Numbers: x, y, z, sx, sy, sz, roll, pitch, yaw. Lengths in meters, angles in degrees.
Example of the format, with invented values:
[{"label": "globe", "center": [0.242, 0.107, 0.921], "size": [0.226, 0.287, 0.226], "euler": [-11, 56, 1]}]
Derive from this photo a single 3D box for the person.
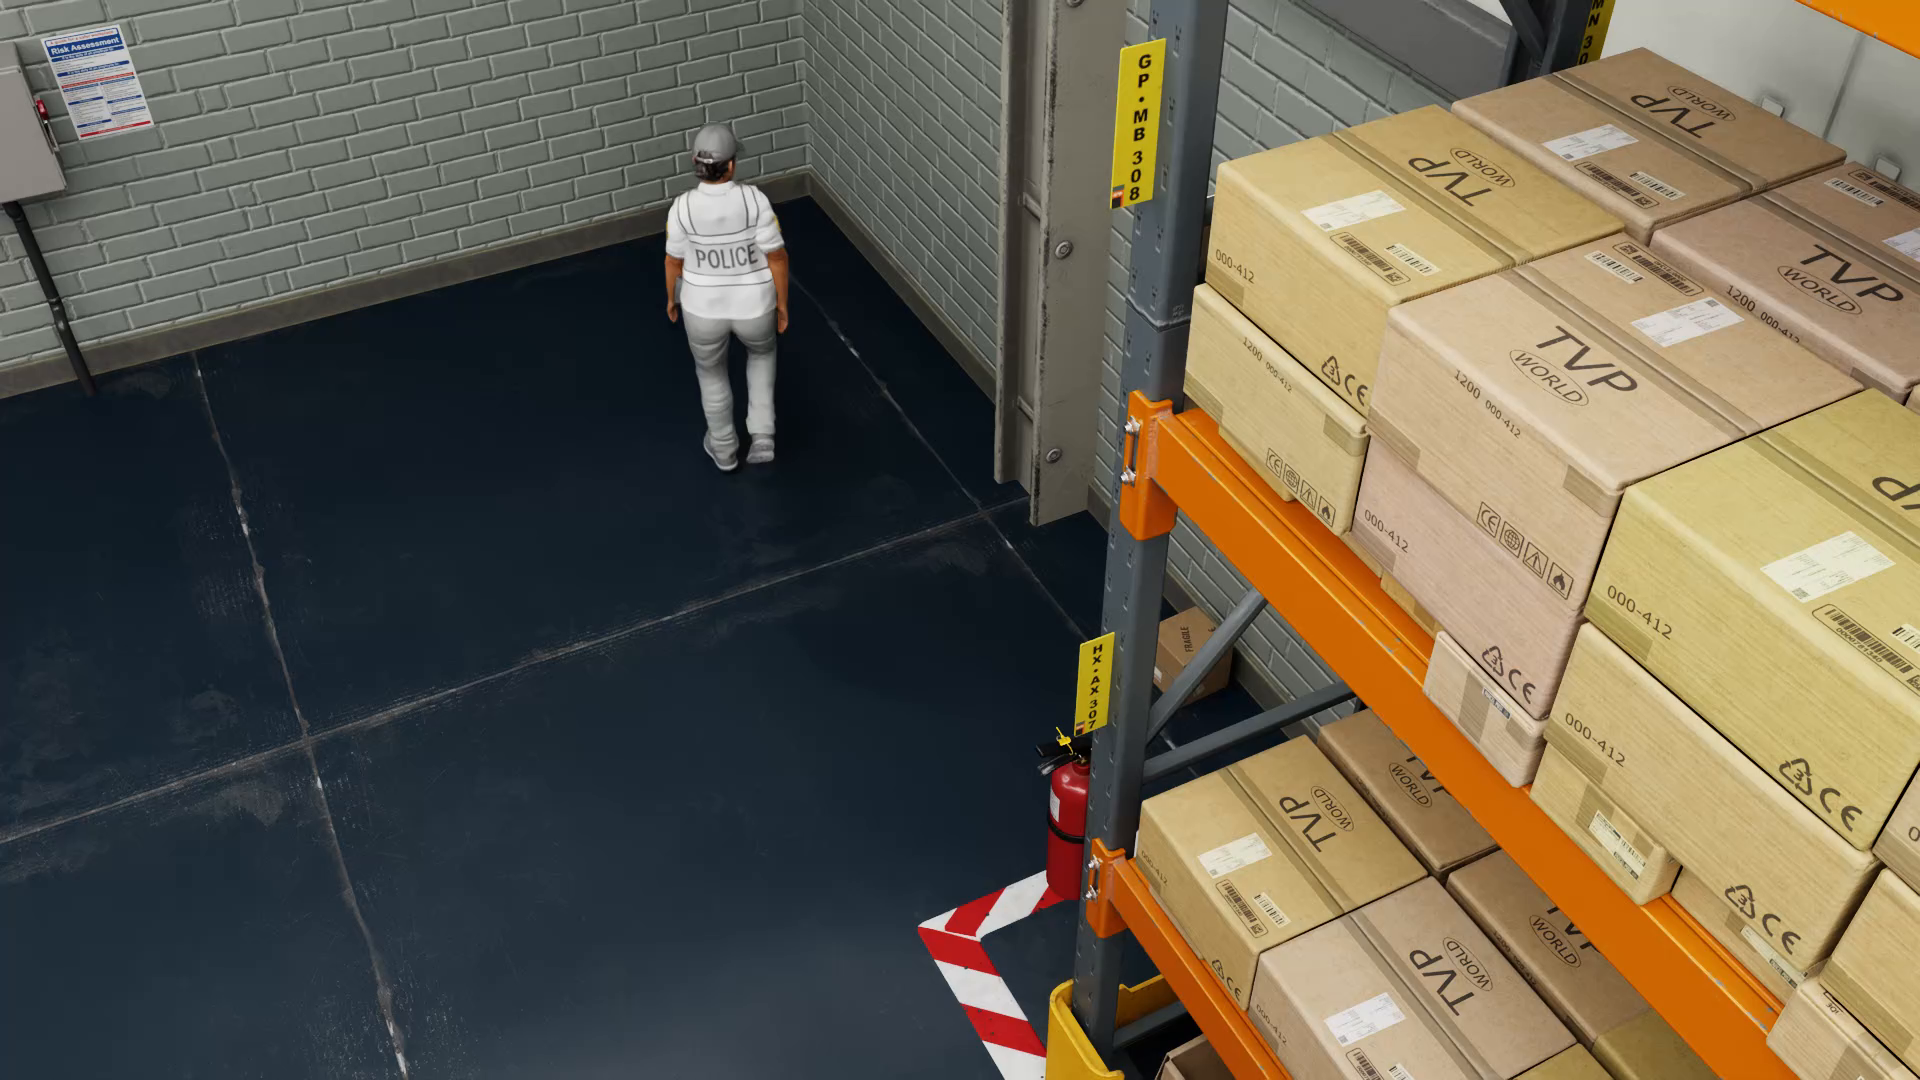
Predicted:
[{"label": "person", "center": [-1.006, -1.015, 7.284], "size": [0.531, 1.662, 0.460], "euler": [-10, 42, -11]}]
